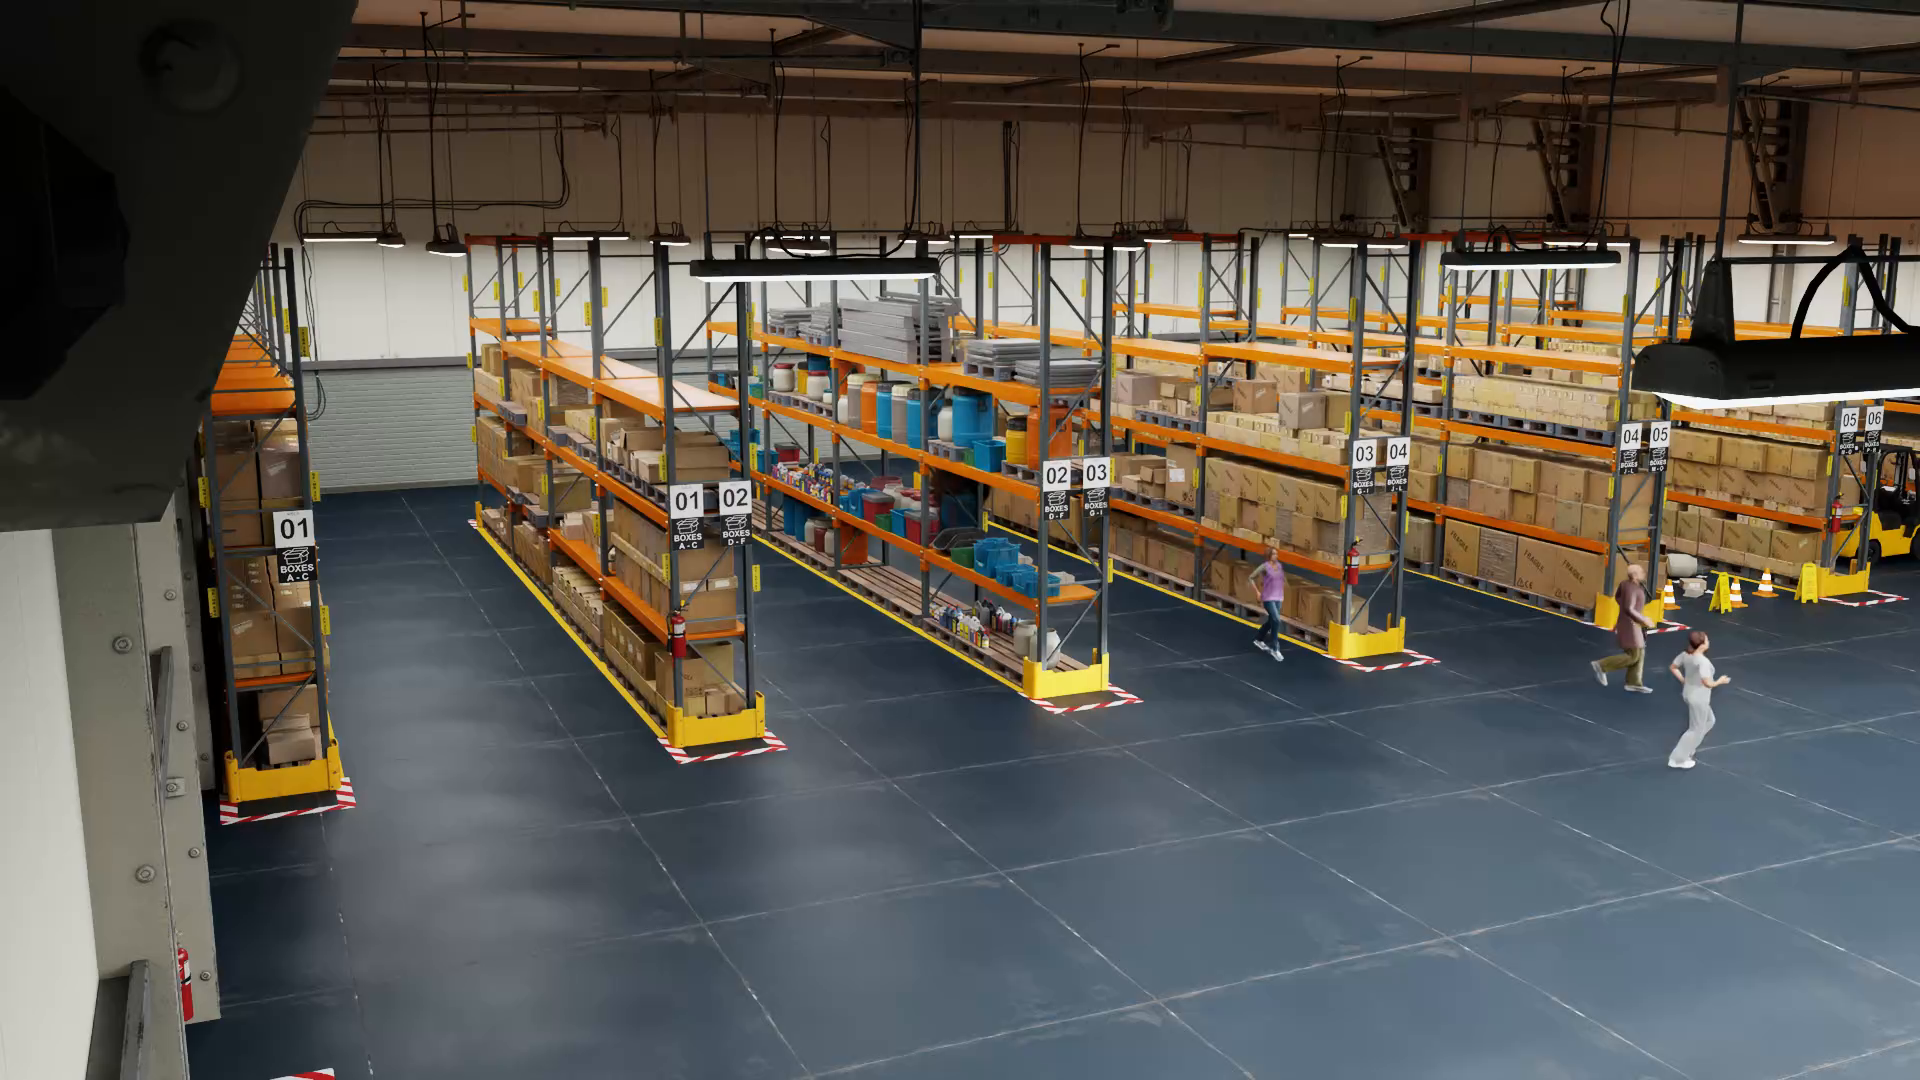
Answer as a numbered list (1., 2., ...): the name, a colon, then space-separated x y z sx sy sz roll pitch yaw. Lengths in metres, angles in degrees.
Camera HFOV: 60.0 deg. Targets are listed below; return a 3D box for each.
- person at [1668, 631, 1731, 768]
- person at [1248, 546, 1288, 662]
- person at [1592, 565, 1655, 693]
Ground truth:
1. person: 8.552 1.849 19.241 0.616 1.656 0.548 0 11 -2
2. person: 4.514 0.907 24.196 0.479 1.630 0.663 -8 14 -35
3. person: 8.978 1.190 22.452 0.835 1.768 0.717 2 11 12
